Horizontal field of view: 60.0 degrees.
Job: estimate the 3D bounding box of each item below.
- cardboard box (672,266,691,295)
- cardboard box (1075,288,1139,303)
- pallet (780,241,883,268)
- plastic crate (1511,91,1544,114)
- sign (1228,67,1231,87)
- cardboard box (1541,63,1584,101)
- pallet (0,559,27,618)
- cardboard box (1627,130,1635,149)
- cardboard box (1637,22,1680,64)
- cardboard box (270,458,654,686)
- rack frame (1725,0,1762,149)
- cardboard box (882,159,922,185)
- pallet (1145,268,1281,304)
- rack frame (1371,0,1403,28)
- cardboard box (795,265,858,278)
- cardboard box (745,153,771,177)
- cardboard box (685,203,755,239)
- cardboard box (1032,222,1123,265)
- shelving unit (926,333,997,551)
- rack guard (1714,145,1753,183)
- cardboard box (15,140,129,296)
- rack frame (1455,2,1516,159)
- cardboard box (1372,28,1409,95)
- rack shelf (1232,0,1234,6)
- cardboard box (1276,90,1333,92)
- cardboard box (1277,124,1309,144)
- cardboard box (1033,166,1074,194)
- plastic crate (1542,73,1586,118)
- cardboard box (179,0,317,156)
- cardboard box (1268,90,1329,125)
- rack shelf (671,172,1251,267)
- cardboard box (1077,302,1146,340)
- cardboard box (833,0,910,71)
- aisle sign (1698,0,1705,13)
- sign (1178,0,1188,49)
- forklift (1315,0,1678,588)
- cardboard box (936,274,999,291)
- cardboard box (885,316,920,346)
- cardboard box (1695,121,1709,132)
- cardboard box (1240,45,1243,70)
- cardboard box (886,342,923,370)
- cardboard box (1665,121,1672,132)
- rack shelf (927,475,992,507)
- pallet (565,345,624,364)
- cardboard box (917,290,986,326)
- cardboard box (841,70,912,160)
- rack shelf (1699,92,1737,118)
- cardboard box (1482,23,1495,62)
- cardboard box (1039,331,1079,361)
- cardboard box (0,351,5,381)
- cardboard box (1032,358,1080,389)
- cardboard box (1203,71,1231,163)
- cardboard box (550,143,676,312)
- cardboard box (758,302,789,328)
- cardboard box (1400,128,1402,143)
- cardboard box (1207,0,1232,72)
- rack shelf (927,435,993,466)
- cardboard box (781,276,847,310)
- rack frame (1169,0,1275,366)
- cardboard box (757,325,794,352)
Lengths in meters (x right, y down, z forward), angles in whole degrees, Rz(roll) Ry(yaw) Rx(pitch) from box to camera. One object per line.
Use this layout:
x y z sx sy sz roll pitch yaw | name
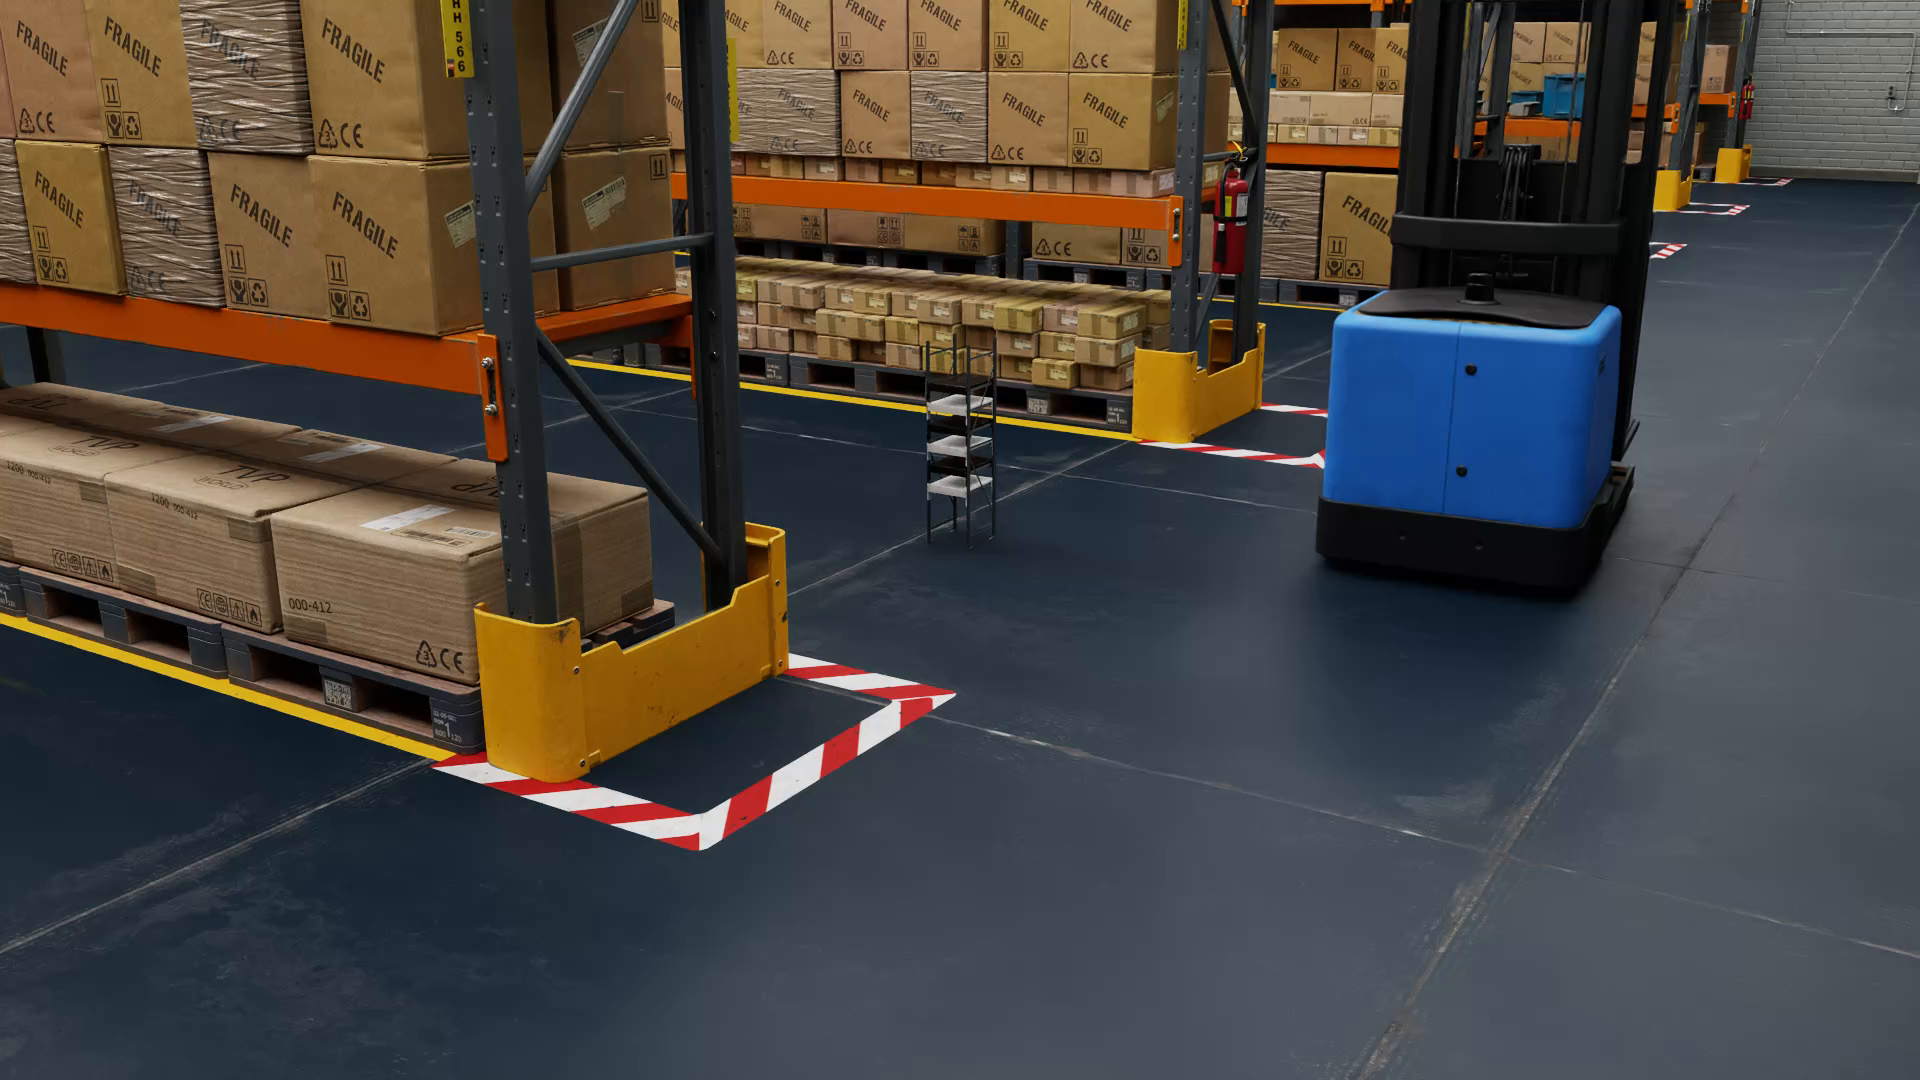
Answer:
-1.772 -1.740 11.109 0.250 0.149 0.380 11 20 32 | cardboard box
0.885 -1.412 10.027 0.250 0.149 0.380 11 20 31 | cardboard box
-1.016 -2.885 16.517 1.213 0.211 1.003 10 20 30 | pallet
6.126 -4.722 17.949 0.300 0.233 0.416 10 20 30 | plastic crate
3.028 -5.159 18.727 0.005 0.325 0.100 10 20 30 | sign
7.931 -5.984 21.748 0.500 0.500 0.500 10 20 30 | cardboard box
-3.854 -0.012 7.058 1.213 0.211 1.003 10 20 30 | pallet
10.406 -6.247 26.363 0.500 0.500 0.700 9 19 28 | cardboard box
8.798 -6.306 21.088 0.500 0.500 0.500 10 20 30 | cardboard box
-1.668 0.077 5.654 0.875 0.438 0.875 9 19 28 | cardboard box
11.910 -7.008 25.290 0.127 3.000 1.000 10 20 30 | rack frame
-0.260 -2.228 9.986 0.250 0.149 0.380 11 20 31 | cardboard box
2.376 -2.281 14.527 1.213 0.211 1.003 10 20 30 | pallet
5.913 -6.389 23.252 0.127 3.000 1.000 10 20 30 | rack frame
-0.883 -1.731 11.076 0.250 0.149 0.380 11 20 32 | cardboard box
-1.145 -2.387 10.511 0.250 0.149 0.380 9 19 28 | cardboard box
-2.106 -3.618 17.065 0.875 0.875 1.225 9 19 28 | cardboard box
1.245 -3.000 15.029 0.875 0.875 0.875 10 20 30 | cardboard box
0.007 -0.429 7.246 0.210 0.900 0.258 10 20 30 | shelving unit
11.931 -5.808 25.641 0.348 0.500 1.175 10 20 30 | rack guard
-2.912 -1.160 5.866 0.500 0.500 0.500 11 20 32 | cardboard box
4.133 -3.327 13.174 0.127 3.000 1.000 10 20 30 | rack frame
3.581 -3.766 13.073 0.500 0.500 0.500 10 20 31 | cardboard box
1.613 -6.558 19.885 4.000 0.370 1.077 10 20 30 | rack shelf
2.993 -3.692 14.122 0.500 0.250 0.500 9 19 28 | cardboard box
2.787 -3.335 13.630 0.250 0.149 0.380 10 19 29 | cardboard box
0.612 -2.055 9.418 0.250 0.149 0.380 10 20 30 | cardboard box
6.342 -4.604 17.214 0.499 0.435 0.616 10 20 30 | plastic crate
-2.049 -1.486 5.219 0.500 0.500 0.500 10 20 30 | cardboard box
2.716 -3.560 13.688 0.500 0.250 0.500 9 19 28 | cardboard box
-0.253 -2.074 10.286 4.000 0.370 1.077 10 20 30 | rack shelf
0.868 -1.253 9.506 0.250 0.149 0.380 10 20 31 | cardboard box
-0.401 -3.024 9.773 0.500 0.500 0.500 9 19 28 | cardboard box
9.219 -6.938 20.587 0.004 0.787 0.394 10 20 30 | aisle sign
1.144 -2.685 8.524 0.005 0.325 0.100 10 20 30 | sign
2.608 -1.596 7.592 1.130 2.935 3.031 8 19 26 | forklift
0.051 -1.595 10.629 0.250 0.149 0.380 10 20 31 | cardboard box
-0.248 -1.301 10.173 0.250 0.149 0.380 11 20 33 | cardboard box
11.473 -6.435 25.867 0.250 0.149 0.380 10 20 30 | cardboard box
3.779 -6.991 24.342 0.500 0.500 0.700 15 22 40 | cardboard box
-0.248 -1.159 10.219 0.250 0.149 0.380 11 20 31 | cardboard box
11.057 -6.379 25.682 0.250 0.149 0.380 10 19 29 | cardboard box
0.007 -0.225 7.308 0.200 0.077 0.258 10 20 30 | rack shelf
-2.621 -1.506 11.977 1.213 0.211 1.003 10 20 30 | pallet
-0.049 -1.396 9.975 0.250 0.149 0.380 11 20 32 | cardboard box
-0.359 -2.542 9.904 0.500 0.500 0.500 11 20 33 | cardboard box
10.206 -6.968 26.396 4.000 0.370 1.077 10 20 30 | rack shelf
7.044 -6.617 22.111 0.500 0.500 0.500 9 19 28 | cardboard box
0.658 -1.156 9.697 0.250 0.149 0.380 10 19 29 | cardboard box
-5.032 -0.740 7.590 0.875 0.875 0.875 11 20 32 | cardboard box
0.622 -0.993 9.673 0.250 0.149 0.380 11 20 32 | cardboard box
1.214 -2.441 9.573 0.500 0.500 0.500 11 20 33 | cardboard box
-1.312 -1.065 5.554 0.500 0.500 0.500 10 20 30 | cardboard box
-1.098 -1.481 10.767 0.250 0.149 0.380 9 19 27 | cardboard box
3.658 -3.180 13.120 0.250 0.149 0.380 11 20 31 | cardboard box
1.208 -2.917 9.419 0.500 0.500 0.500 10 20 30 | cardboard box
0.007 -0.397 7.256 0.200 0.077 0.258 10 20 30 | rack shelf
-0.918 -1.565 10.530 0.250 0.149 0.380 11 20 31 | cardboard box
1.452 -2.114 9.180 0.127 3.000 1.000 10 20 30 | rack frame
-1.107 -1.333 10.791 0.250 0.149 0.380 10 19 29 | cardboard box
